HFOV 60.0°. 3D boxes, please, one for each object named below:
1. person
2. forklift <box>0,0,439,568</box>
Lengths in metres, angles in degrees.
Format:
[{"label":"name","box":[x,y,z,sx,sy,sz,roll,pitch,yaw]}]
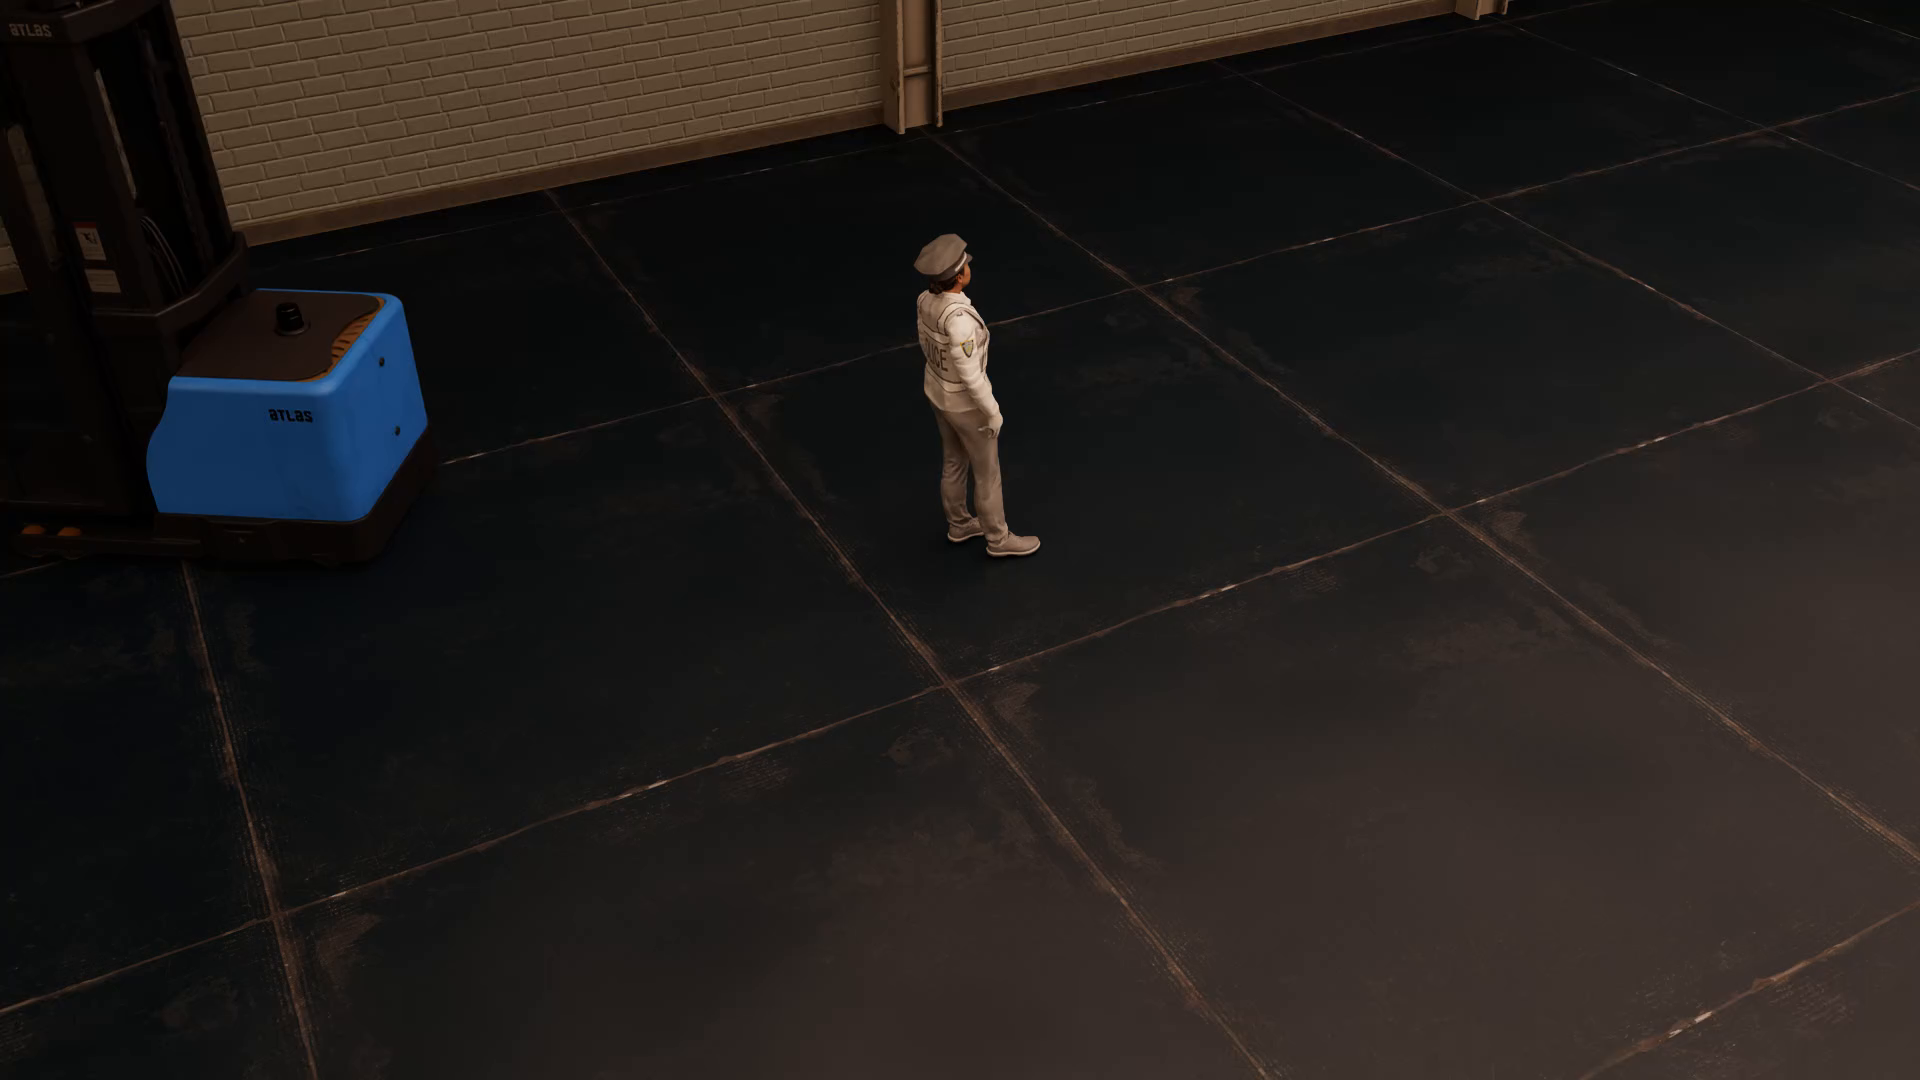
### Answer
[{"label":"person","box":[0.062,-0.713,8.190,0.534,1.696,0.587,-17,39,-23]},{"label":"forklift","box":[-4.414,-1.397,8.099,3.031,2.935,1.130,3,35,4]}]
